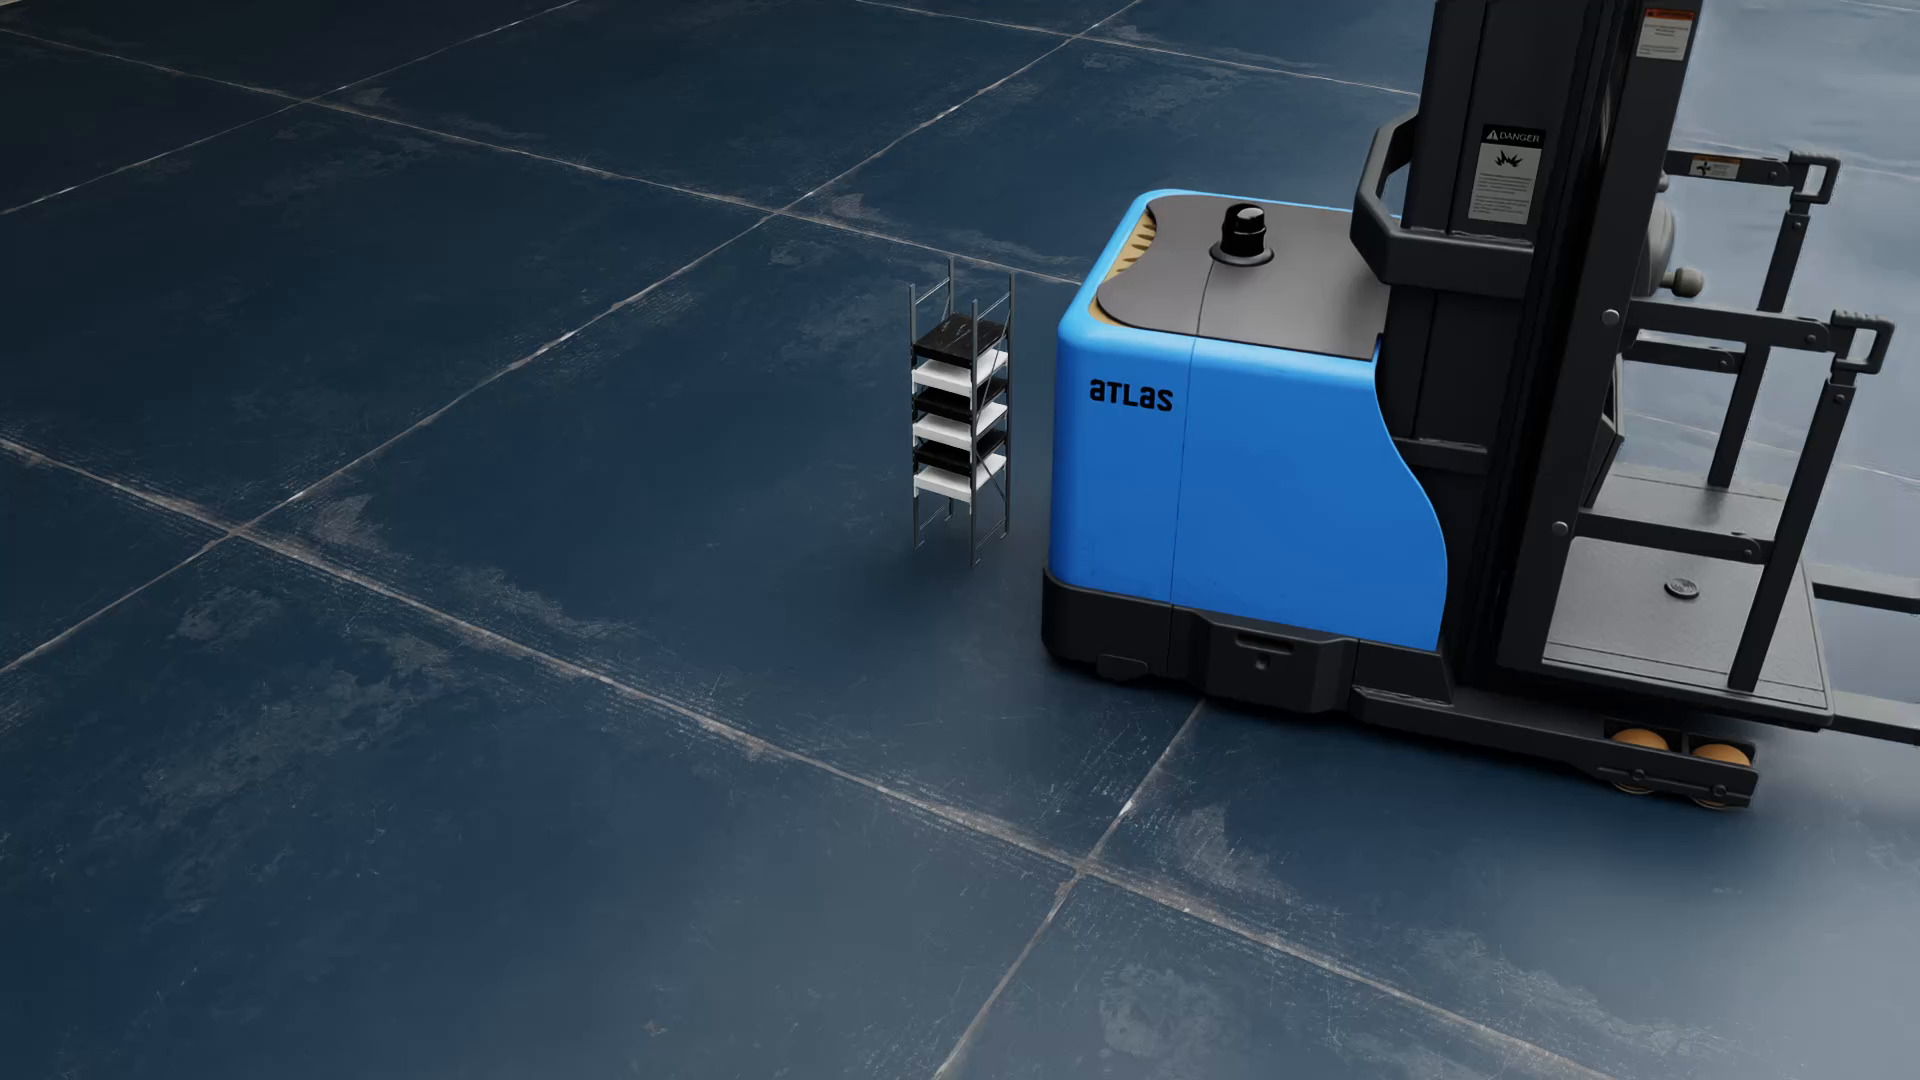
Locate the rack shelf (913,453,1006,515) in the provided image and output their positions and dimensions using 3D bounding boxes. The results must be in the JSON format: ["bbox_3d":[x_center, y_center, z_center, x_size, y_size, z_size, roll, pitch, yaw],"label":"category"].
[{"bbox_3d":[0.007,-0.195,5.115,0.200,0.077,0.258,18,37,24],"label":"rack shelf"}]

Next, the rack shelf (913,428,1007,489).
[{"bbox_3d":[0.007,-0.270,5.066,0.200,0.077,0.258,18,37,24],"label":"rack shelf"}]

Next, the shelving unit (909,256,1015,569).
[{"bbox_3d":[0.007,-0.372,4.997,0.210,0.900,0.258,18,37,24],"label":"shelving unit"}]

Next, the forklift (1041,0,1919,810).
[{"bbox_3d":[1.805,-0.867,3.907,3.031,2.935,1.130,10,35,15],"label":"forklift"}]

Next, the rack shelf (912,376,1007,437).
[{"bbox_3d":[0.007,-0.419,4.966,0.200,0.077,0.258,18,37,24],"label":"rack shelf"}]

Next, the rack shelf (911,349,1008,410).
[{"bbox_3d":[0.007,-0.494,4.916,0.200,0.077,0.258,18,37,24],"label":"rack shelf"}]

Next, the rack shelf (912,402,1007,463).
[{"bbox_3d":[0.007,-0.345,5.016,0.200,0.077,0.258,18,37,24],"label":"rack shelf"}]

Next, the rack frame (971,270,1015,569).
[{"bbox_3d":[0.095,-0.344,4.955,0.006,0.900,0.240,18,37,24],"label":"rack frame"}]

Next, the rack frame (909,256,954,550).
[{"bbox_3d":[-0.081,-0.400,5.039,0.006,0.900,0.240,18,37,24],"label":"rack frame"}]

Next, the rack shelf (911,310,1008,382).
[{"bbox_3d":[0.007,-0.569,4.866,0.200,0.077,0.258,18,37,24],"label":"rack shelf"}]
